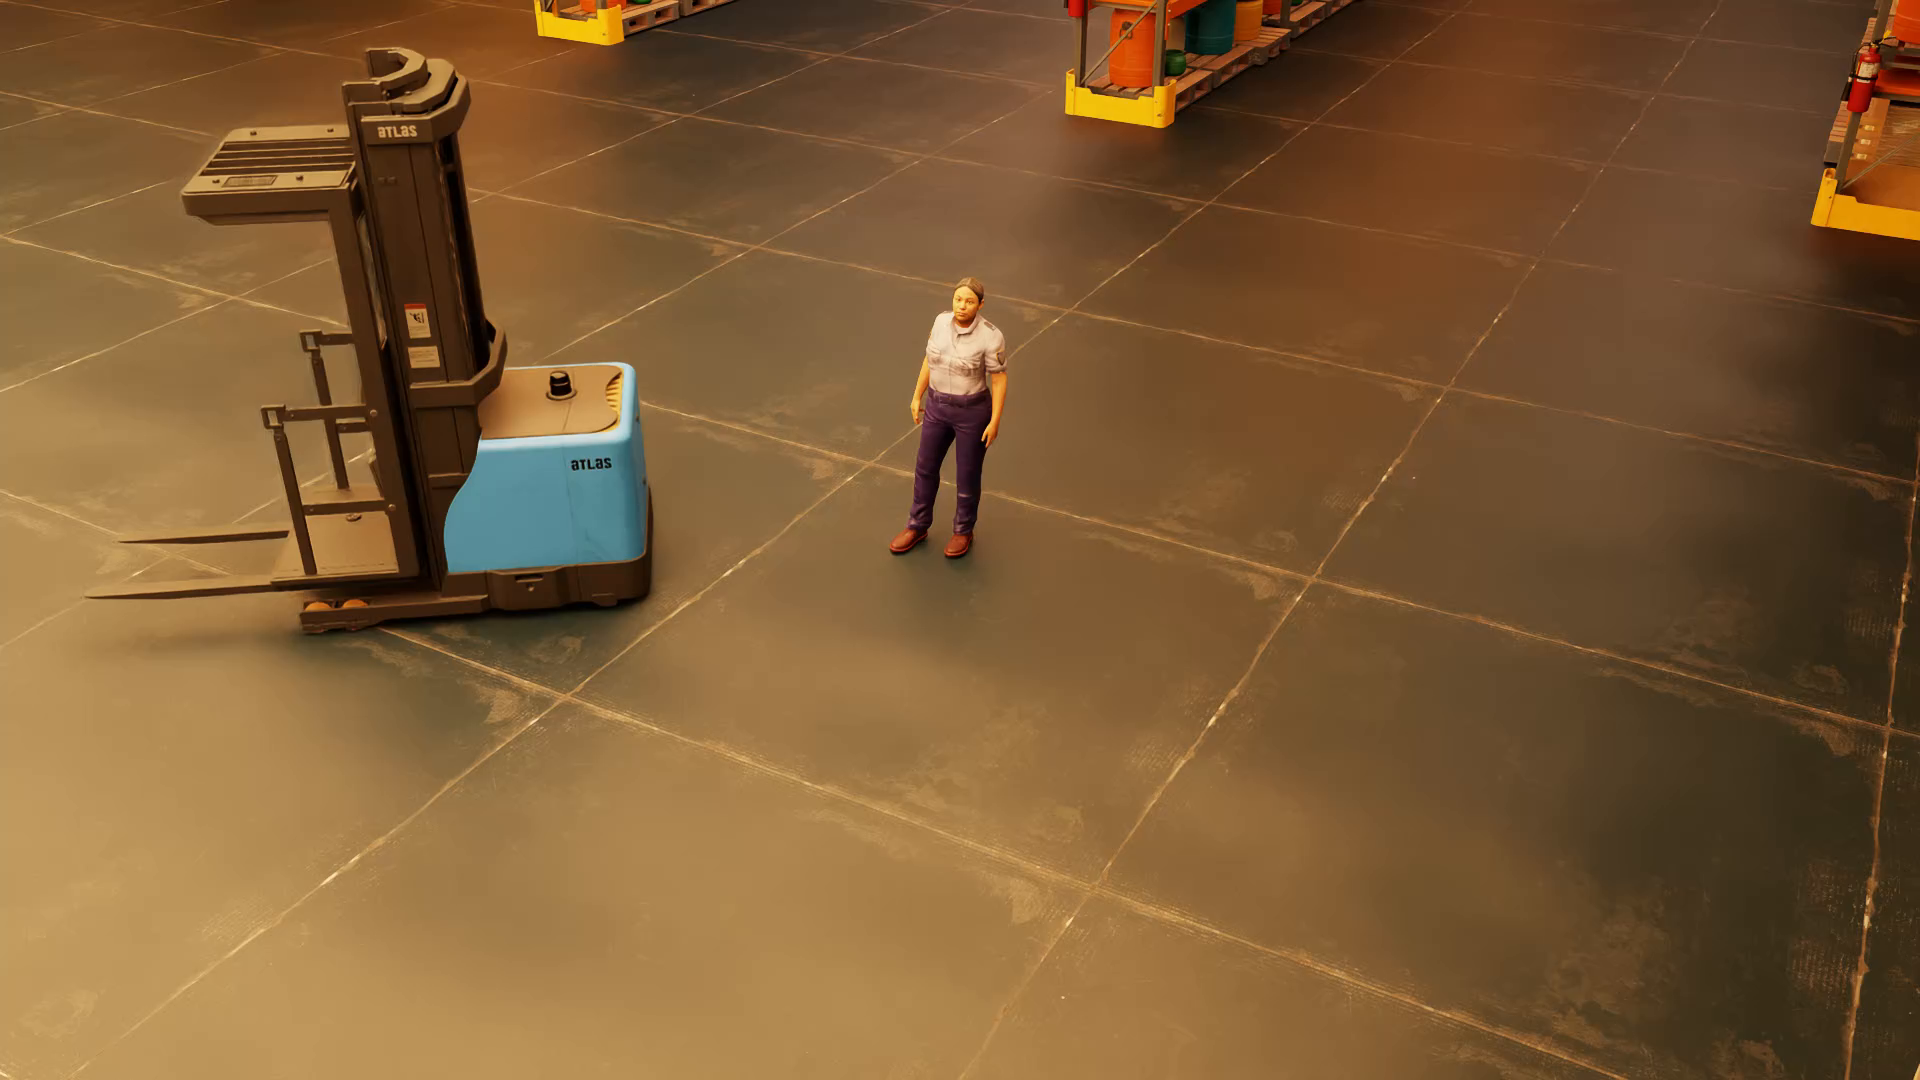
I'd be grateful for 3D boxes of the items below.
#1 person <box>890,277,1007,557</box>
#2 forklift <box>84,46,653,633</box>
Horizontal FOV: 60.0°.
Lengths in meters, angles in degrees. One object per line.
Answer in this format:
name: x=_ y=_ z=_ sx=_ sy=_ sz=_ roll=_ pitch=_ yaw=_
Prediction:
person: x=-0.063 y=-0.687 z=9.529 sx=0.598 sy=1.651 sz=0.503 roll=15 pitch=33 yaw=25
forklift: x=-3.308 y=-1.041 z=8.875 sx=3.031 sy=2.935 sz=1.130 roll=-4 pitch=30 yaw=-7
